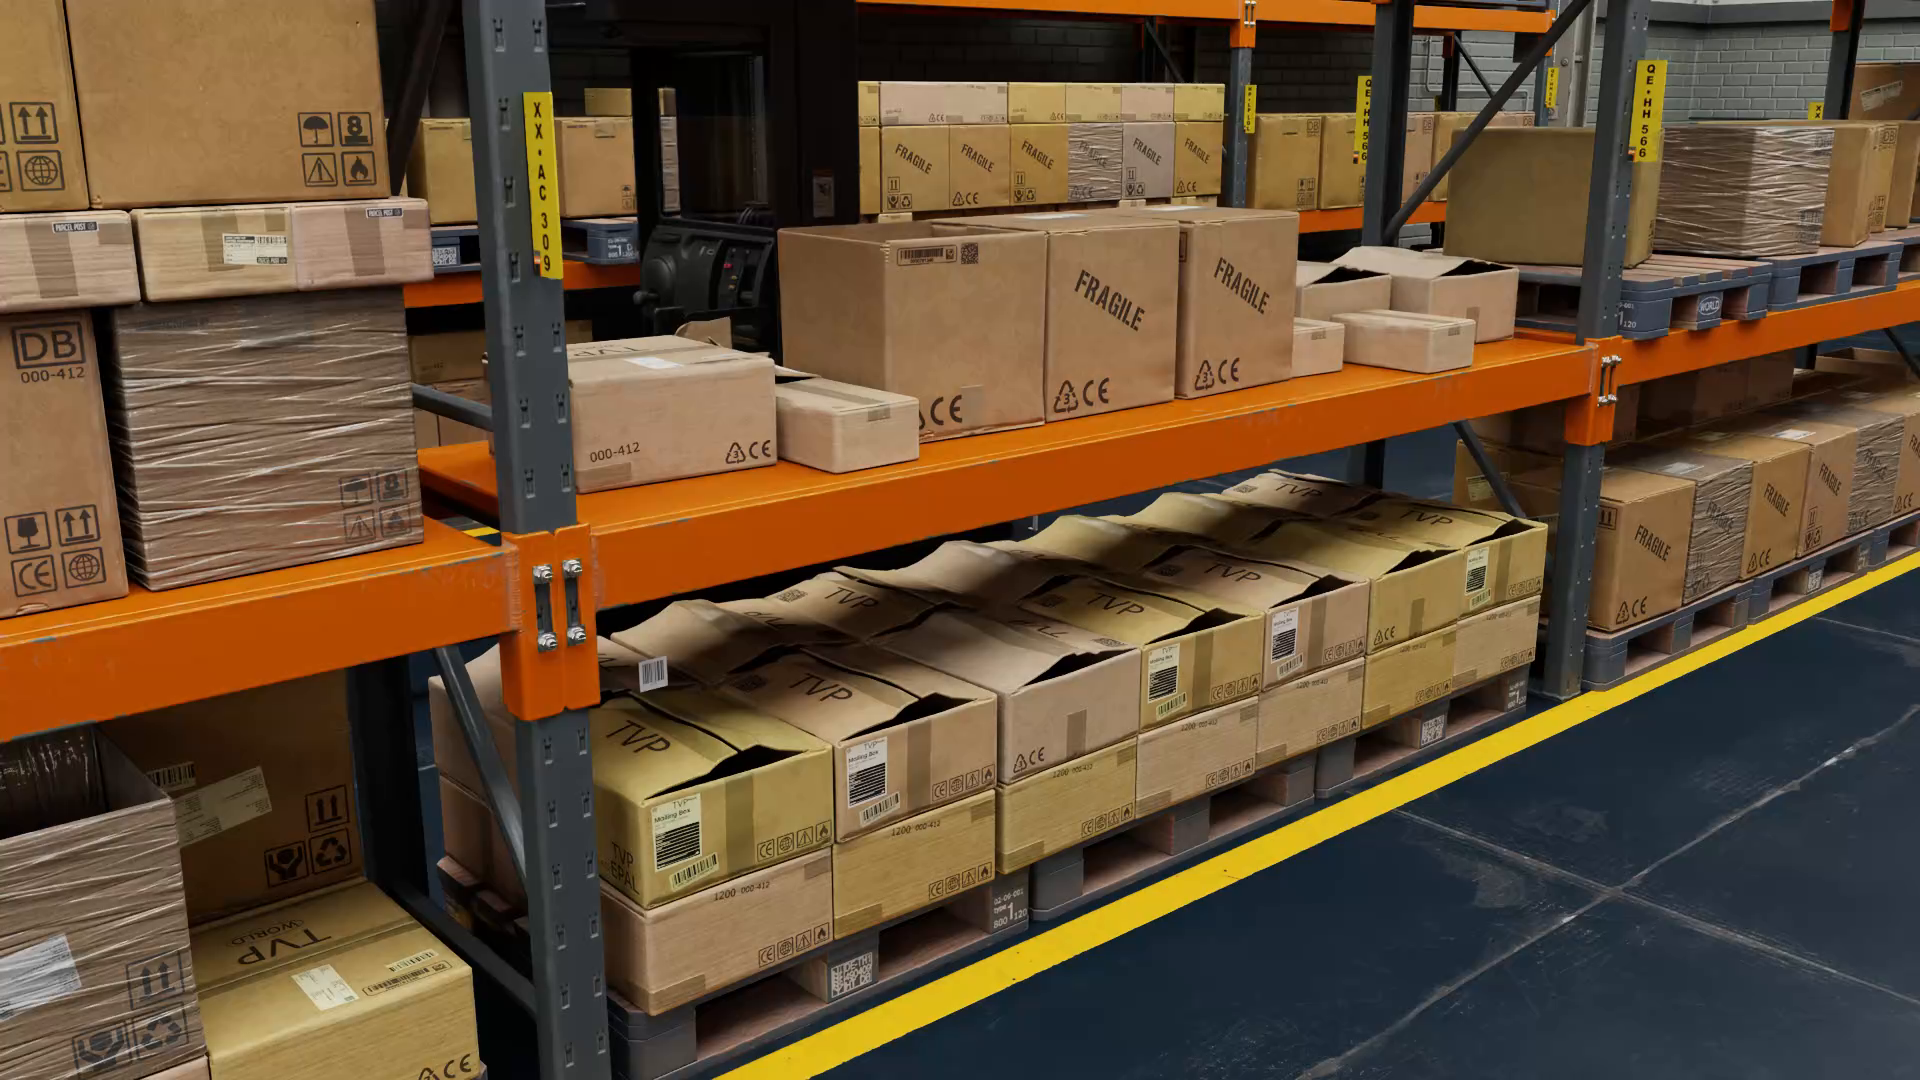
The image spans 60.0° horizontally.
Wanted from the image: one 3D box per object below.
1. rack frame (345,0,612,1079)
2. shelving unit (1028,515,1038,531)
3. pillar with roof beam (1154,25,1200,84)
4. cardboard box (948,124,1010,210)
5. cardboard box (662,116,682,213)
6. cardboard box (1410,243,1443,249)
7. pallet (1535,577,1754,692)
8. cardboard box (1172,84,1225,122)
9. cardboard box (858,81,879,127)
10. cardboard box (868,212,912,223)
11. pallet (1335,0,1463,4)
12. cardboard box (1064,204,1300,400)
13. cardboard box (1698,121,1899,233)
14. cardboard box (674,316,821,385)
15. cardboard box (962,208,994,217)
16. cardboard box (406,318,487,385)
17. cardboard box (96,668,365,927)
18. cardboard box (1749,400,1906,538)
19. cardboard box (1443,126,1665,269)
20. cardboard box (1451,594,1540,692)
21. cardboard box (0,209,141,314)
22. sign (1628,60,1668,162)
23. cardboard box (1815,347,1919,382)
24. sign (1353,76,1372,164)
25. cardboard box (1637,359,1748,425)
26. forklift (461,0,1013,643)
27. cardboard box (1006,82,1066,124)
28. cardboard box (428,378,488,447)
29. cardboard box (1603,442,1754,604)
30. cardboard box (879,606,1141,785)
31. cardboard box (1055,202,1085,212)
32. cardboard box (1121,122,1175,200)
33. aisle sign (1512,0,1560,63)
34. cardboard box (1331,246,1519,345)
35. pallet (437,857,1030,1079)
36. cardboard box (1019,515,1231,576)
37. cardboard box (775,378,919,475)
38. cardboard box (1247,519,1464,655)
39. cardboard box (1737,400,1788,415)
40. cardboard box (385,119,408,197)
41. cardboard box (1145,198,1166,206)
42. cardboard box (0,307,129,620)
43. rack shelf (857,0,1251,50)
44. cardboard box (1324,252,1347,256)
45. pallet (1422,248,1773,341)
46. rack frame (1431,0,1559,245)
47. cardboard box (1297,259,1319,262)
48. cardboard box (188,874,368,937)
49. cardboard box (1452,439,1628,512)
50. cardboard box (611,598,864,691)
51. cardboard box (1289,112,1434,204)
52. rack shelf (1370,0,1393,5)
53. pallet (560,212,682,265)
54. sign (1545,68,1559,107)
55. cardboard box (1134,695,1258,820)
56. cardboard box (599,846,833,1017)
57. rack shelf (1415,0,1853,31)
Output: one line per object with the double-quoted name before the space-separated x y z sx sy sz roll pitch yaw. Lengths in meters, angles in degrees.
"rack frame" -1.113 -0.286 3.510 0.127 3.000 1.000 -13 19 -39
"shelving unit" 0.125 -0.608 8.200 0.503 1.200 0.258 -13 19 -39
"pillar with roof beam" 4.454 -4.953 9.354 0.400 9.000 9.100 -13 19 -39
"cardboard box" -0.040 -2.333 10.362 0.500 0.500 0.500 -13 20 -40
"cardboard box" -1.698 -2.107 9.280 0.700 0.500 0.500 13 20 40
"cardboard box" 4.185 -2.514 14.621 0.250 0.149 0.380 -12 19 -39
"pallet" 2.492 0.264 6.852 1.213 0.211 1.003 -13 19 -39
"cardboard box" 1.483 -3.040 11.558 0.500 0.250 0.500 -12 19 -38
"cardboard box" -0.817 -2.523 9.622 0.500 0.250 0.500 -12 19 -38
"cardboard box" -0.498 -1.896 9.985 0.250 0.149 0.380 -12 19 -38
"pallet" 3.211 -4.354 13.097 1.213 0.211 1.003 -13 19 -39
"cardboard box" 0.649 -0.725 4.958 0.500 0.500 0.500 -14 20 -42
"cardboard box" 3.941 -1.727 7.897 0.500 0.500 0.700 -9 17 -31
"cardboard box" -0.570 -0.406 4.219 0.258 0.266 0.396 -13 20 -41
"cardboard box" 0.003 -2.050 10.561 0.250 0.149 0.380 -12 19 -39
"cardboard box" -2.715 -0.990 8.683 0.500 0.250 0.500 -13 20 -40
"cardboard box" -1.668 0.494 3.648 0.500 0.500 0.500 -13 19 -39
"cardboard box" 3.981 -0.340 7.702 0.500 0.500 0.500 -12 19 -39
"cardboard box" 2.305 -1.344 6.461 0.700 0.500 0.500 8 17 28
"cardboard box" 1.668 0.298 5.836 0.500 0.250 0.500 -12 19 -38
"cardboard box" -1.561 -0.474 2.761 0.250 0.149 0.380 -13 20 -41
"sign" 2.271 -1.416 5.495 0.005 0.325 0.100 -13 19 -39
"cardboard box" 5.166 -0.798 9.417 0.500 0.500 0.500 -13 19 -39
"sign" 1.541 -1.589 6.297 0.005 0.325 0.100 -13 19 -39
"cardboard box" 3.265 -0.720 7.671 0.500 0.250 0.500 -13 20 -40
"forklift" -1.211 -1.115 6.743 3.031 2.935 1.130 -12 19 -38
"cardboard box" 0.322 -2.783 10.594 0.500 0.250 0.500 -13 20 -40
"cardboard box" -2.680 -0.646 8.848 0.500 0.500 0.700 -13 20 -40
"cardboard box" 2.827 -0.080 6.729 0.500 0.500 0.500 -14 20 -41
"cardboard box" 0.133 0.375 4.461 0.500 0.311 0.500 -14 20 -41
"cardboard box" 0.611 -2.175 11.027 0.250 0.149 0.380 -13 20 -41
"cardboard box" 1.106 -2.591 11.330 0.500 0.500 0.500 -12 19 -39
"aisle sign" 4.936 -4.493 14.220 0.004 0.787 0.394 -13 19 -39
"cardboard box" 1.601 -0.868 5.859 0.500 0.311 0.500 -11 19 -36
"pallet" -0.583 0.928 4.365 1.213 0.211 1.003 -13 19 -39
"cardboard box" 0.540 0.099 5.496 0.500 0.311 0.500 -13 20 -41
"cardboard box" -0.310 -0.275 3.955 0.250 0.149 0.380 -13 19 -39
"cardboard box" 1.283 0.117 5.429 0.500 0.311 0.500 -13 20 -40
"cardboard box" 3.620 -0.436 8.062 0.500 0.500 0.500 -12 19 -39
"cardboard box" -3.059 -1.802 8.136 0.500 0.500 0.700 -10 18 -32
"cardboard box" 1.198 -2.299 11.492 0.250 0.149 0.380 -12 19 -38
"cardboard box" -1.837 -0.168 2.872 0.500 0.500 0.700 -13 20 -40
"rack shelf" 0.159 -3.368 10.629 4.000 0.370 1.077 -13 19 -39
"cardboard box" 3.230 -2.299 13.816 0.250 0.149 0.380 -12 19 -39
"pallet" 2.370 -1.000 6.552 1.003 0.211 1.213 -13 19 -39
"rack frame" 4.685 -3.283 14.728 0.127 3.000 1.000 -13 19 -39
"cardboard box" 2.654 -2.169 13.332 0.250 0.149 0.380 -13 20 -41
"cardboard box" -1.662 0.859 3.737 0.500 0.250 0.500 -13 19 -39
"cardboard box" 2.456 -0.173 7.077 0.500 0.500 0.500 -12 19 -37
"cardboard box" -0.607 0.354 4.538 0.500 0.311 0.500 -12 19 -38
"cardboard box" 3.184 -3.087 13.412 0.700 0.700 0.980 -14 20 -42
"rack shelf" 0.396 -1.727 4.484 4.000 0.370 1.077 -13 19 -39
"pallet" -1.818 -1.694 9.150 1.003 0.211 1.213 -13 19 -39
"sign" 5.031 -3.849 14.144 0.005 0.325 0.100 -13 19 -39
"cardboard box" 0.514 0.558 4.861 0.500 0.250 0.500 -12 19 -38
"cardboard box" -0.646 0.819 3.886 0.500 0.250 0.500 -13 20 -41
"rack shelf" 3.413 -2.404 7.021 4.000 0.370 1.077 -13 19 -39
